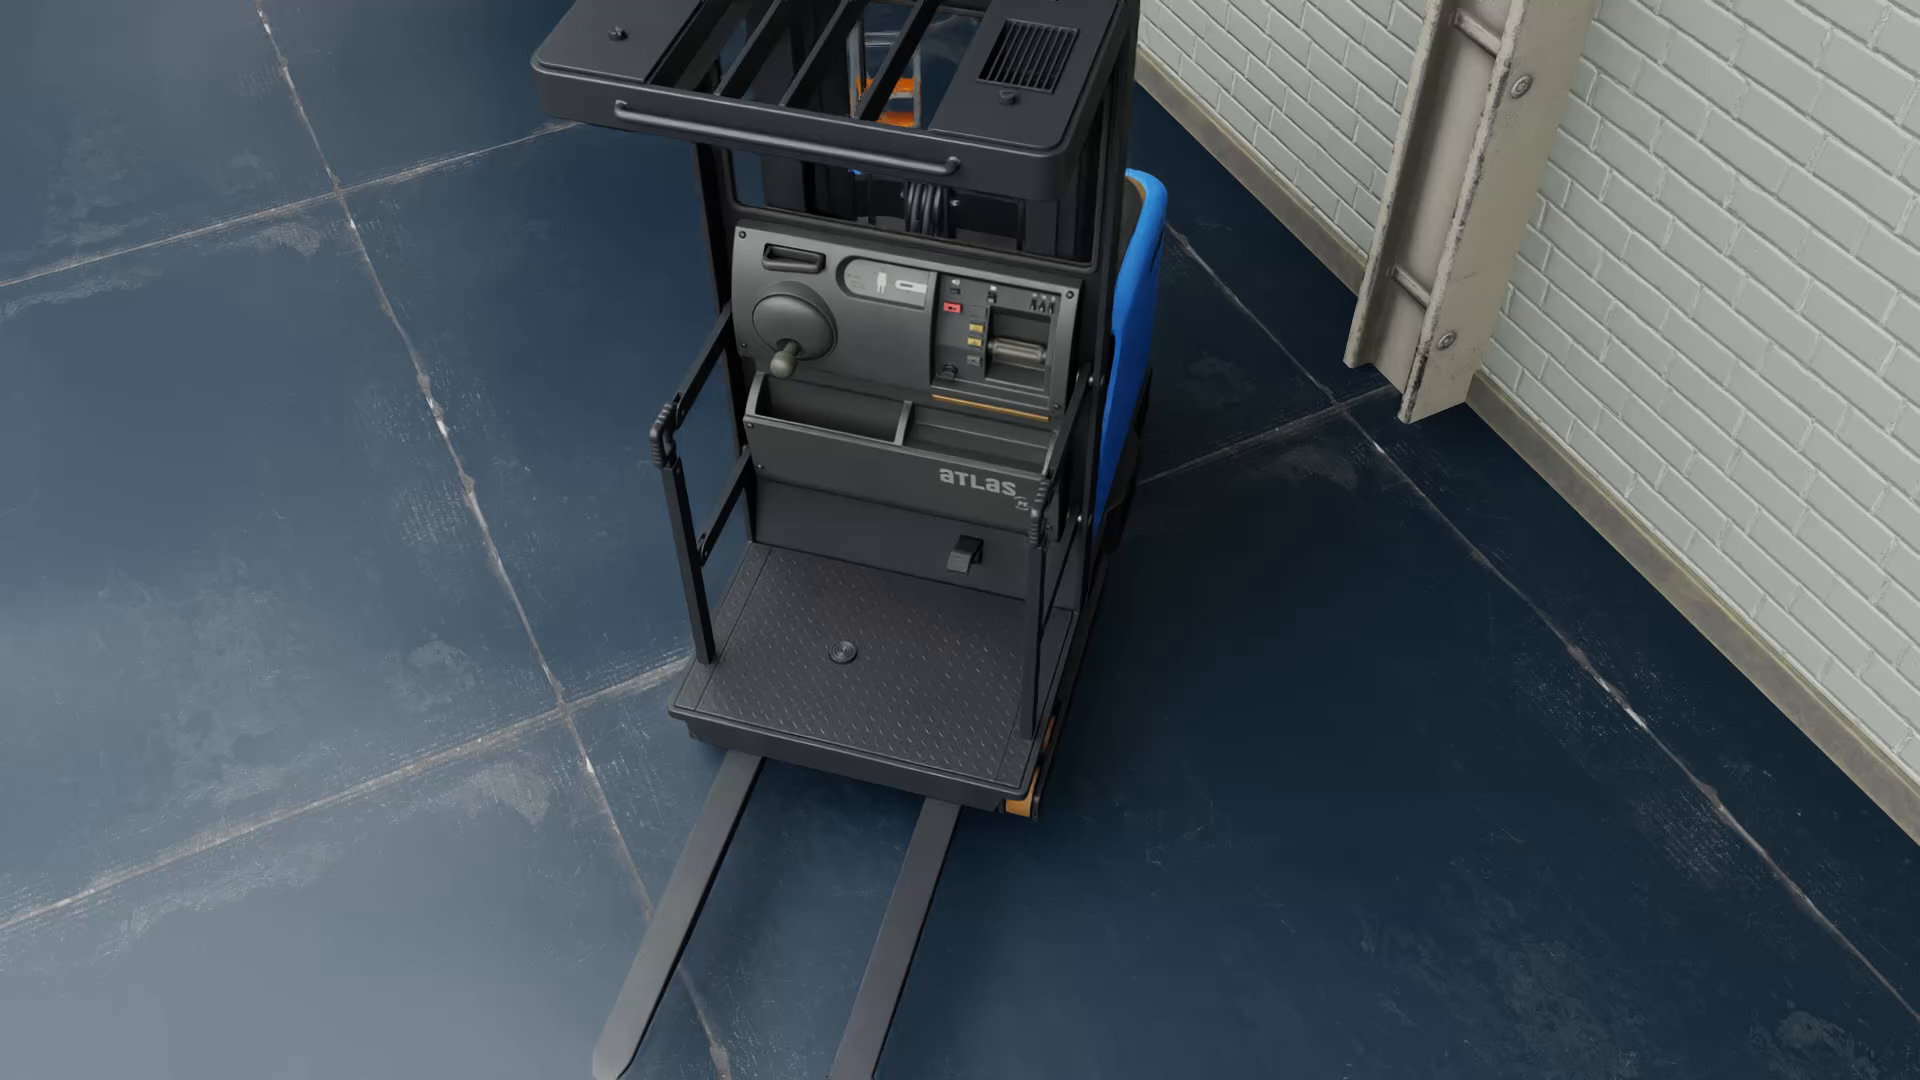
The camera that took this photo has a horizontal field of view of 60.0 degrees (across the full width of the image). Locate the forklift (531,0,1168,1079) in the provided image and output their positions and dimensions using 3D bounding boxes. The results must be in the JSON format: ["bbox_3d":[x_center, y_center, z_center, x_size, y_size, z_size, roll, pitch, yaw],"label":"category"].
[{"bbox_3d":[-0.209,-0.470,4.214,1.130,2.935,3.031,12,50,10],"label":"forklift"}]

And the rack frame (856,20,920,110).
[{"bbox_3d":[-0.262,-1.360,6.194,0.240,1.200,0.006,-1,27,-1],"label":"rack frame"}]

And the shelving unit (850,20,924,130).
[{"bbox_3d":[-0.260,-1.318,6.112,0.258,1.200,0.189,-1,27,-1],"label":"shelving unit"}]

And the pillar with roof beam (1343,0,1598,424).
[{"bbox_3d":[-2.141,-2.089,1.599,9.100,9.000,0.400,-21,52,-18],"label":"pillar with roof beam"}]

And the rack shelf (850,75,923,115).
[{"bbox_3d":[-0.262,-1.598,5.967,0.258,0.103,0.180,-1,27,-1],"label":"rack shelf"}]

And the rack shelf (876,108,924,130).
[{"bbox_3d":[-0.262,-1.491,6.022,0.258,0.103,0.180,-1,27,-1],"label":"rack shelf"}]

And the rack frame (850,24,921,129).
[{"bbox_3d":[-0.259,-1.276,6.031,0.240,1.200,0.006,-1,27,-1],"label":"rack frame"}]
